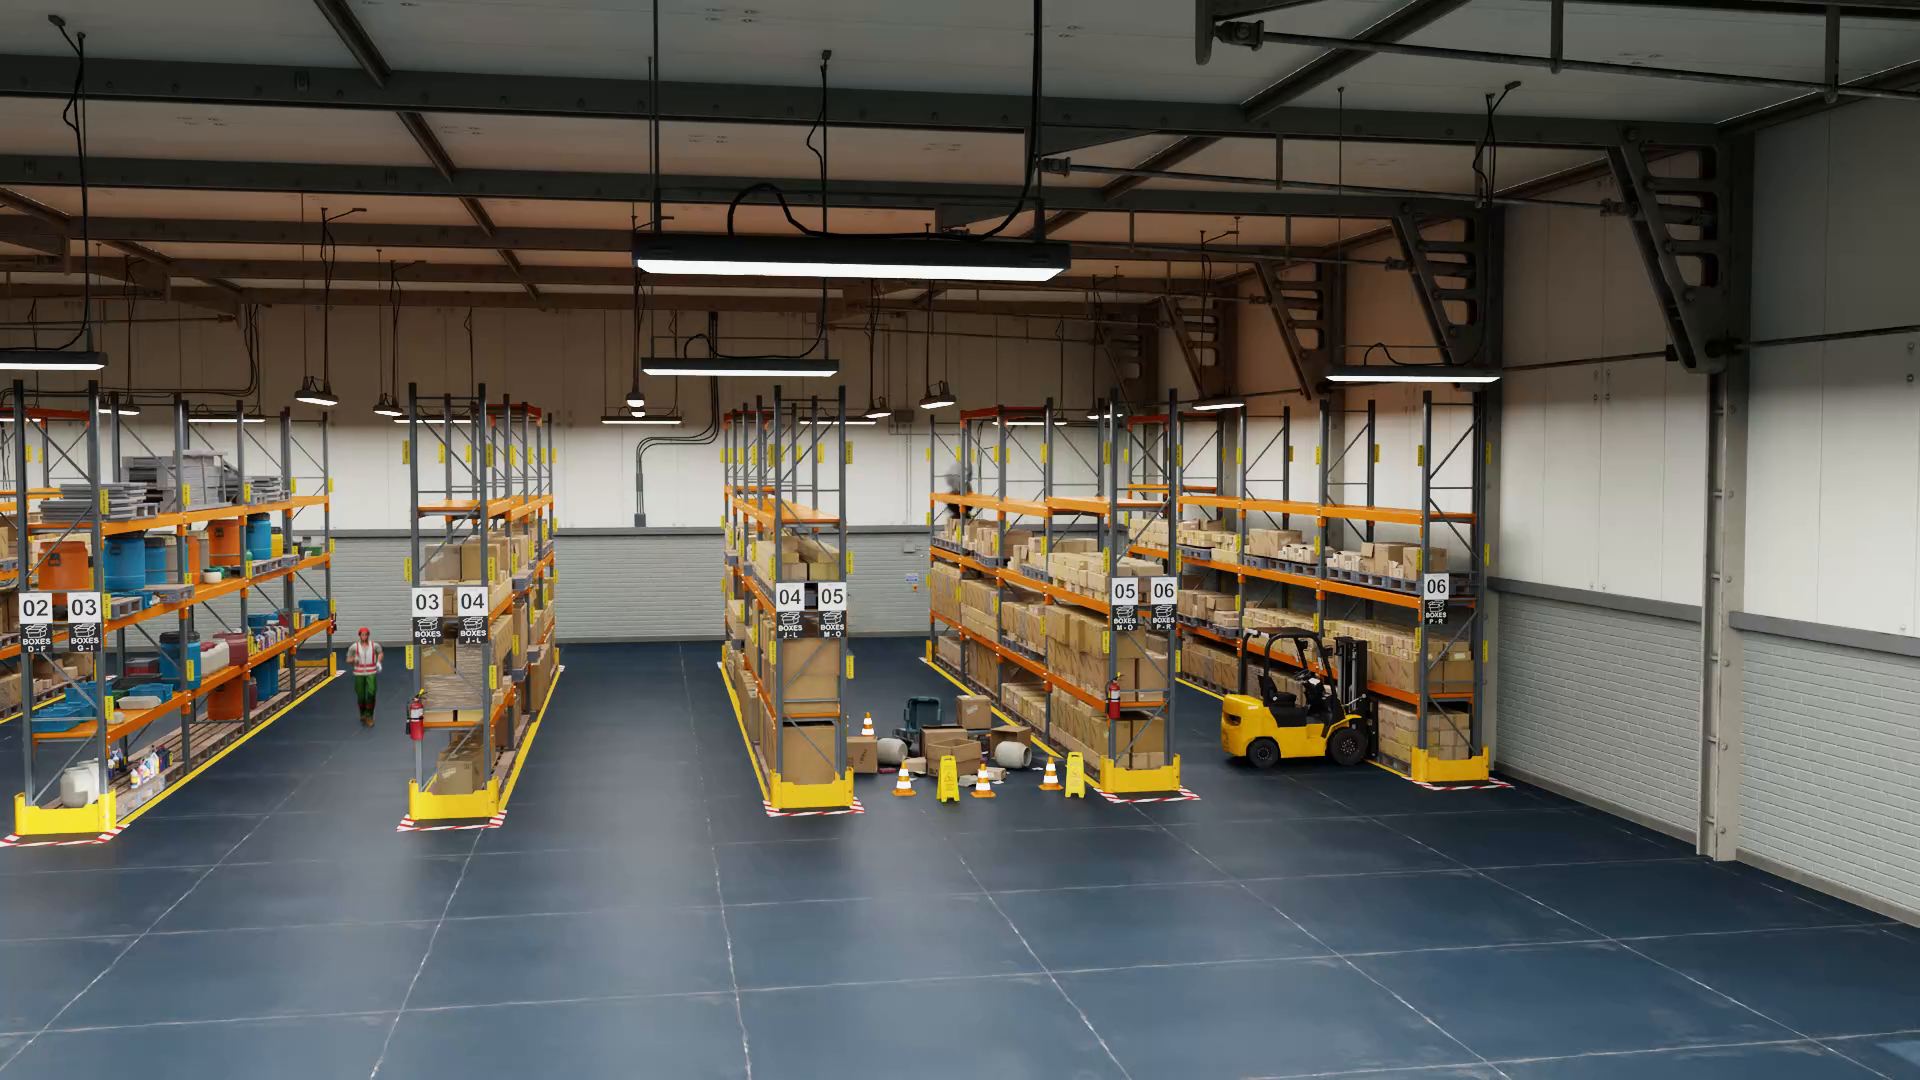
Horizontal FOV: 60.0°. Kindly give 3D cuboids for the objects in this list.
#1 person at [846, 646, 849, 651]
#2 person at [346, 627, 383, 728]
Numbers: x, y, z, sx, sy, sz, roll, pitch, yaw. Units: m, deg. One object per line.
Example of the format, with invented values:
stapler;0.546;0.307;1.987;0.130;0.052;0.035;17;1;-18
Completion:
person;-3.163;2.067;40.934;0.884;1.685;0.569;-1;3;-16
person;-11.041;2.530;30.855;0.635;1.836;0.766;-1;3;-19
